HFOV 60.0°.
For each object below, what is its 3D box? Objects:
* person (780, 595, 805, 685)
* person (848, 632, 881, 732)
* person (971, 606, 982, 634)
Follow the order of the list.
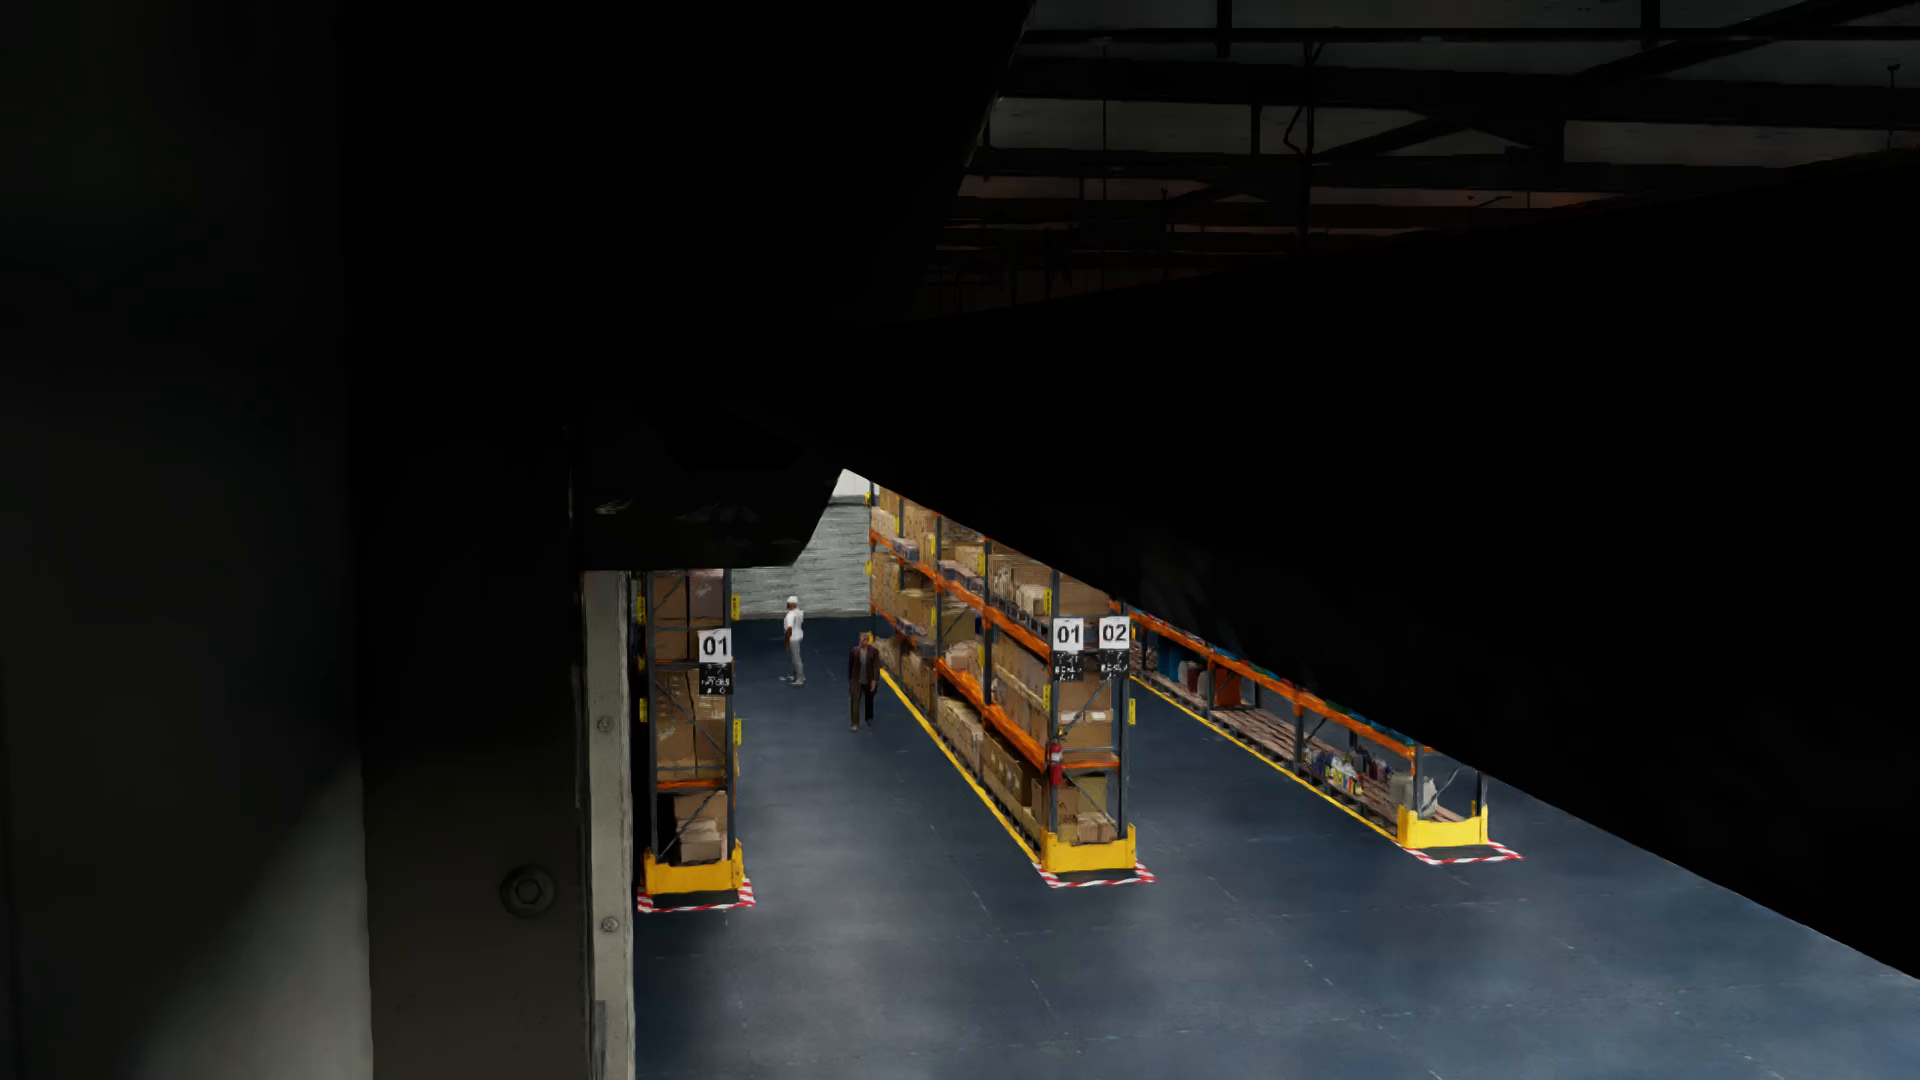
[{"bbox_3d":[-3.350,1.978,33.167,0.591,1.763,0.685,1,6,10],"label":"person"},{"bbox_3d":[-1.666,2.443,28.930,0.573,1.715,1.103,0,6,-2],"label":"person"},{"bbox_3d":[0.305,1.770,36.090,0.493,1.589,0.991,-1,6,-12],"label":"person"}]
